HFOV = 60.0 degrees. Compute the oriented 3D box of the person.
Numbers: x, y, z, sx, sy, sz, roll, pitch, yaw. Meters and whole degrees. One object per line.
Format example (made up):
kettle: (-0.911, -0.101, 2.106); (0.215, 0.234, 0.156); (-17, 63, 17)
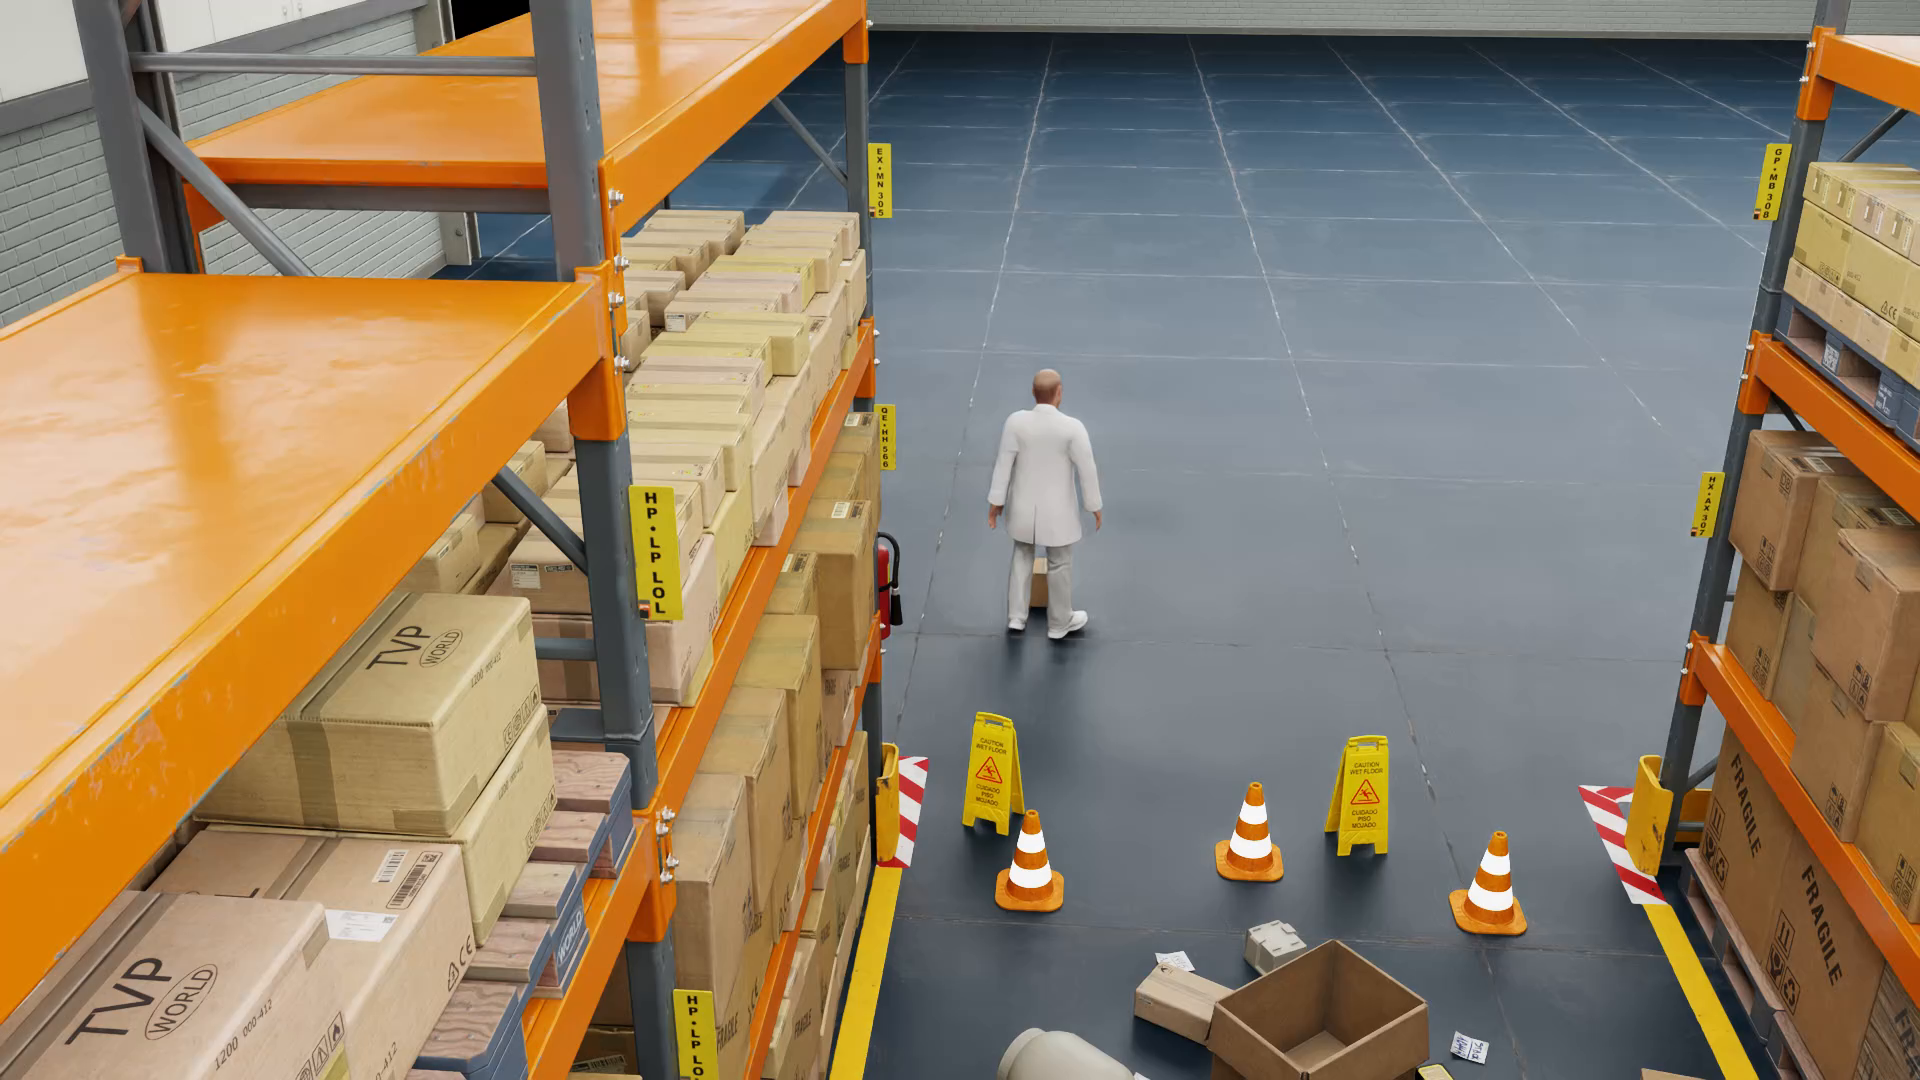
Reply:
person: (0.553, -0.211, 10.491); (0.707, 1.801, 0.442); (8, 25, 17)
